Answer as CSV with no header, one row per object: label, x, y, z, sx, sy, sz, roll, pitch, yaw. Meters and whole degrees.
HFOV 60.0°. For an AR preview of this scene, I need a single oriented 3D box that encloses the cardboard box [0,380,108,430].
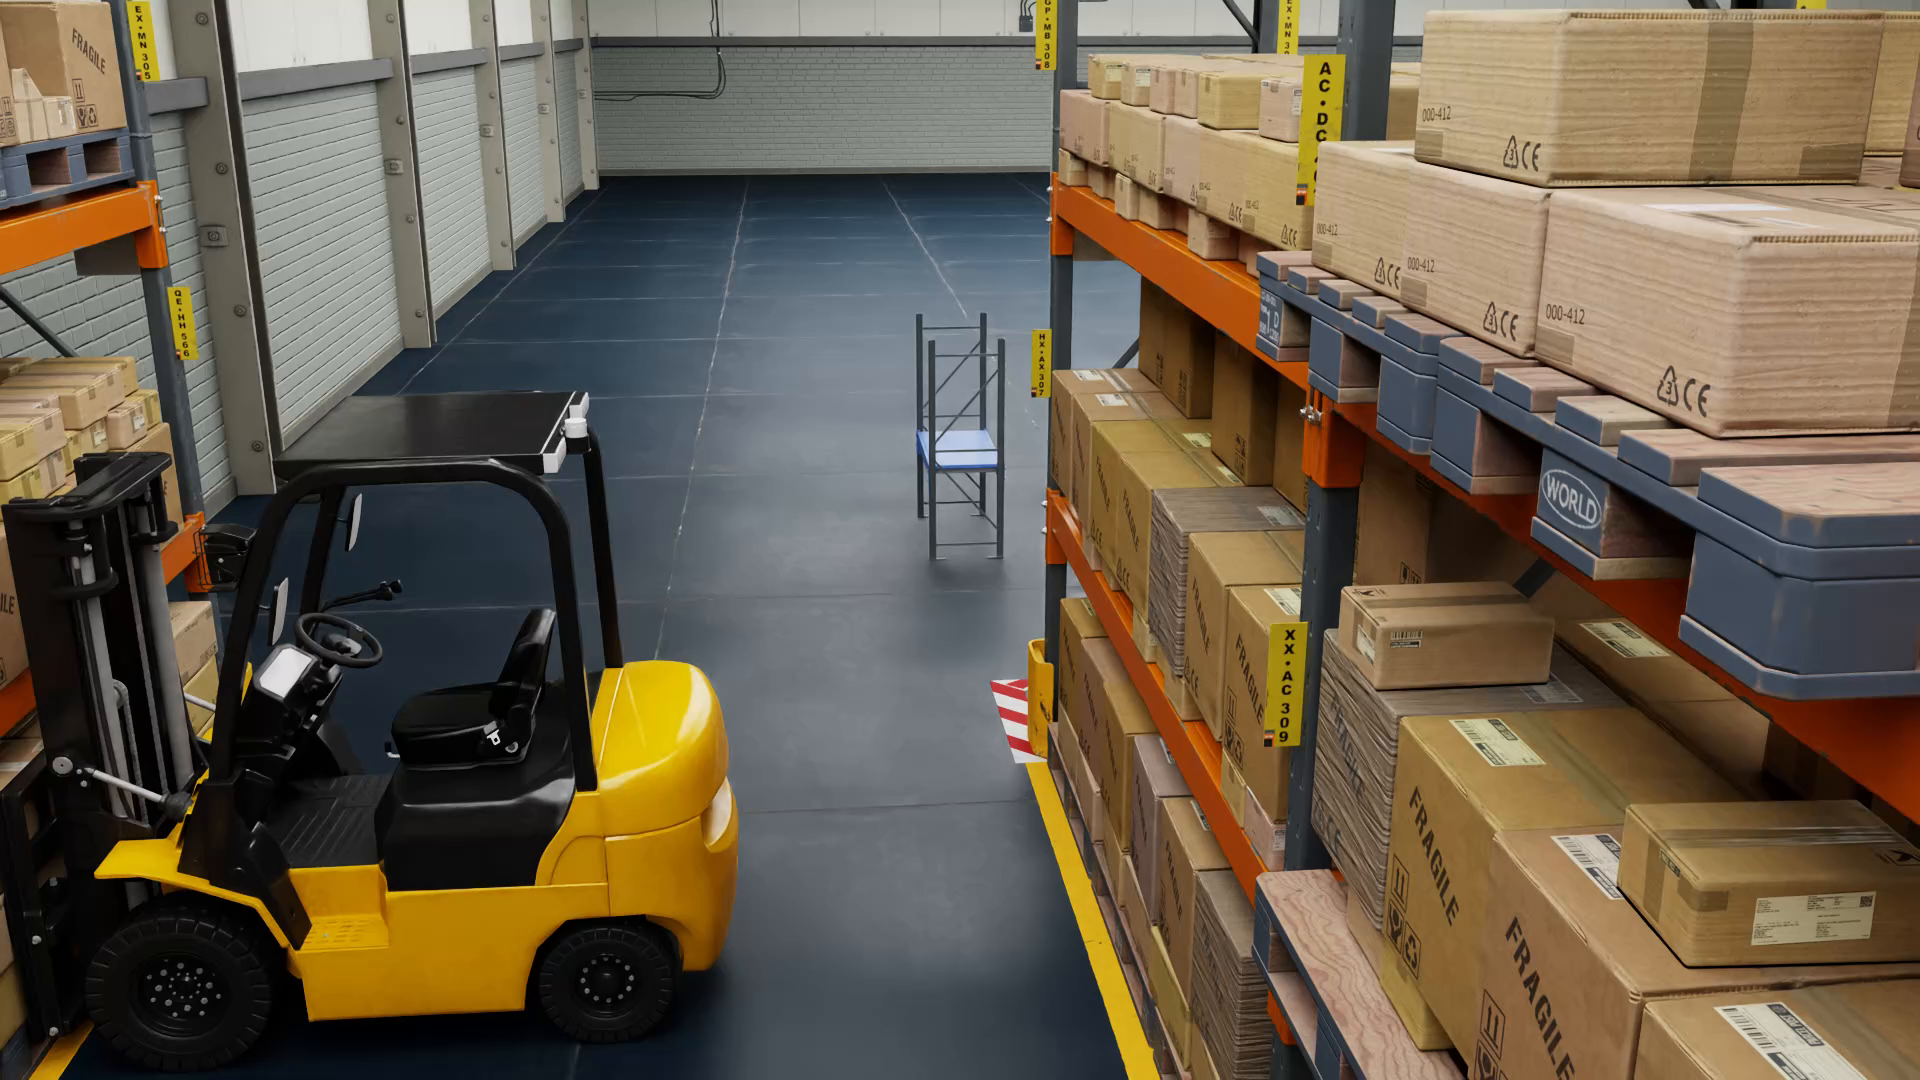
cardboard box,-3.651,-0.536,6.629,0.380,0.149,0.250,-1,17,-4

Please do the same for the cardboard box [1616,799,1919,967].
cardboard box,1.253,0.523,2.556,0.380,0.149,0.250,-1,17,-3

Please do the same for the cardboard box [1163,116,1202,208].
cardboard box,0.937,-1.177,5.164,0.500,0.250,0.500,-2,18,-7

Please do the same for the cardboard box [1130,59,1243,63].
cardboard box,0.842,-1.722,6.233,0.380,0.149,0.250,-2,18,-6

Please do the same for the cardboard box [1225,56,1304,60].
cardboard box,1.291,-1.888,6.762,0.380,0.149,0.250,-2,18,-6

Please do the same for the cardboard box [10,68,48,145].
cardboard box,-3.594,-1.589,6.078,0.396,0.266,0.258,-2,18,-5

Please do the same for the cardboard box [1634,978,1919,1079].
cardboard box,1.258,0.959,2.250,0.500,0.500,0.500,-2,18,-8

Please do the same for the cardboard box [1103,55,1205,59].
cardboard box,0.805,-1.946,6.948,0.380,0.149,0.250,-2,18,-6

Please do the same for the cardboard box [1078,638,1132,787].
cardboard box,0.799,0.724,7.000,0.500,0.500,0.500,-2,18,-8

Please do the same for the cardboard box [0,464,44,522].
cardboard box,-3.536,-0.168,5.953,0.380,0.149,0.250,-2,18,-5

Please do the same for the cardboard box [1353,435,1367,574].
cardboard box,1.481,-0.207,4.994,0.700,0.500,0.500,-2,18,-5

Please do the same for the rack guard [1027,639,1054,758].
rack guard,0.937,0.774,8.376,1.175,0.500,0.348,-2,18,-6

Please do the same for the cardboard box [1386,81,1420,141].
cardboard box,1.092,-1.029,4.026,0.380,0.149,0.250,-1,17,-4

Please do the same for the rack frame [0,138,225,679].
rack frame,-4.007,-0.287,7.582,1.000,3.000,0.127,-2,18,-6

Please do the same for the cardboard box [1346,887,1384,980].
cardboard box,1.085,0.845,3.697,0.380,0.149,0.250,-2,17,-5

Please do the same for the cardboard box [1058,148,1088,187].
cardboard box,0.641,-1.643,7.315,0.380,0.149,0.250,-2,18,-6

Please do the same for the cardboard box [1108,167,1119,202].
cardboard box,0.800,-1.415,6.588,0.380,0.149,0.250,-2,18,-6

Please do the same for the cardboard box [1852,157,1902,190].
cardboard box,1.593,-0.489,2.767,0.500,0.250,0.500,-2,17,-5

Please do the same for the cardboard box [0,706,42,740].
cardboard box,-3.529,0.777,6.413,0.500,0.250,0.500,-2,17,-5

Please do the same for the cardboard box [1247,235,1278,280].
cardboard box,1.017,-0.799,4.624,0.380,0.149,0.250,-2,18,-5

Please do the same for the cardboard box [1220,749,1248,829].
cardboard box,0.973,0.710,4.827,0.380,0.149,0.250,-1,17,-4

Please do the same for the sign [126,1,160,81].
sign,-3.466,-2.115,7.052,0.100,0.325,0.005,-2,18,-6

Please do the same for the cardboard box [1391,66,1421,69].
cardboard box,1.445,-1.431,5.308,0.380,0.149,0.250,-2,18,-6

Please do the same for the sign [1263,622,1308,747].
sign,0.803,0.357,4.088,0.100,0.325,0.005,-2,18,-6

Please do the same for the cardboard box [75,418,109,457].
cardboard box,-3.671,-0.395,6.676,0.380,0.149,0.250,-1,17,-5

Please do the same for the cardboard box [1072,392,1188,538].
cardboard box,0.759,-0.327,7.046,0.500,0.500,0.500,-1,17,-4

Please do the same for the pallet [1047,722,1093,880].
pallet,0.986,1.155,7.645,1.003,0.211,1.213,-2,18,-6

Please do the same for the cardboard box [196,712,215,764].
cardboard box,-3.645,0.955,7.516,0.500,0.250,0.500,-2,18,-5

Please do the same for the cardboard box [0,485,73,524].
cardboard box,-3.598,0.112,6.146,0.500,0.500,0.500,-2,18,-7

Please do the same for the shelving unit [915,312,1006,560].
shelving unit,-0.009,-0.741,11.533,0.538,1.500,1.048,-2,18,-6

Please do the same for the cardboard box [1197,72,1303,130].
cardboard box,0.894,-1.257,4.754,0.380,0.149,0.250,-1,17,-4

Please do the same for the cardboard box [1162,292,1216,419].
cardboard box,1.244,-0.811,6.920,0.700,0.500,0.500,-2,18,-5

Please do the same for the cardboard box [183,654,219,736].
cardboard box,-3.646,0.722,7.425,0.500,0.250,0.500,-2,18,-6

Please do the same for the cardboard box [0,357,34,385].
cardboard box,-4.185,-0.679,7.085,0.380,0.149,0.250,-2,18,-7

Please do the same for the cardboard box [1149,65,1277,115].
cardboard box,0.837,-1.488,5.488,0.380,0.149,0.250,-2,17,-5

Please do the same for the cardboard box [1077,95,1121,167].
cardboard box,0.759,-1.634,6.620,0.500,0.250,0.500,-2,18,-6

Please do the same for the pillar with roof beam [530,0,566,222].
pillar with roof beam,-3.025,-10.197,29.133,9.100,9.000,0.400,-2,18,-6

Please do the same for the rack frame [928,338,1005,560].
rack frame,0.044,-0.590,11.051,0.500,1.500,0.032,-2,18,-6

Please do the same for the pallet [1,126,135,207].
pallet,-3.960,-1.464,6.472,1.003,0.211,1.213,-2,18,-6

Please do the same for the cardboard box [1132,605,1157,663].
cardboard box,0.838,0.329,6.041,0.380,0.149,0.250,-2,18,-5

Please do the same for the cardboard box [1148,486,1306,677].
cardboard box,0.931,0.129,5.595,0.500,0.500,0.500,-1,17,-4

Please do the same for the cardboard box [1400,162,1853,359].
cardboard box,1.057,-0.472,2.713,0.500,0.250,0.500,-2,18,-6

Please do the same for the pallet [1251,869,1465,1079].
pallet,1.276,1.074,3.567,1.003,0.211,1.213,-2,18,-6

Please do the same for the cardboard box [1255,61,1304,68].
cardboard box,1.285,-1.659,6.032,0.380,0.149,0.250,-2,18,-7

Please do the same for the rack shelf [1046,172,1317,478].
rack shelf,1.136,-0.933,5.834,1.077,0.370,4.000,-2,18,-6

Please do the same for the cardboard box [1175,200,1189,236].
cardboard box,0.941,-1.109,5.612,0.380,0.149,0.250,-2,18,-6

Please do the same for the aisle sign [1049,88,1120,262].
aisle sign,0.615,-1.690,7.713,0.394,0.787,0.004,-2,18,-6

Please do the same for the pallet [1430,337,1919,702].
pallet,1.410,-0.095,2.276,1.213,0.211,1.003,-2,18,-6

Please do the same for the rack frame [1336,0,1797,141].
rack frame,1.342,-2.111,3.379,1.000,3.000,0.127,-2,18,-6

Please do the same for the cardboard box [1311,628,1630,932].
cardboard box,1.105,0.509,3.682,0.500,0.500,0.500,-1,17,-4

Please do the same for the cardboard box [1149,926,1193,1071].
cardboard box,0.949,1.536,5.666,0.500,0.250,0.500,-2,18,-7

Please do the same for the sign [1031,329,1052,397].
sign,0.390,-0.837,7.891,0.100,0.325,0.005,-2,18,-6

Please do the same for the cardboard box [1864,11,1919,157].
cardboard box,1.528,-0.879,3.176,0.500,0.250,0.500,-1,17,-4

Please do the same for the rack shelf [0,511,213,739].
rack shelf,-3.801,0.653,5.792,1.077,0.370,4.000,-2,18,-6

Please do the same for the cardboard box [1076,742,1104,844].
cardboard box,0.783,1.072,7.145,0.500,0.250,0.500,-1,17,-4

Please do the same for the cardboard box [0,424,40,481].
cardboard box,-3.530,-0.308,5.905,0.380,0.149,0.250,-1,17,-5

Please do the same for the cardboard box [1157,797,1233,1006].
cardboard box,0.960,1.185,5.532,0.500,0.500,0.500,-1,17,-5
